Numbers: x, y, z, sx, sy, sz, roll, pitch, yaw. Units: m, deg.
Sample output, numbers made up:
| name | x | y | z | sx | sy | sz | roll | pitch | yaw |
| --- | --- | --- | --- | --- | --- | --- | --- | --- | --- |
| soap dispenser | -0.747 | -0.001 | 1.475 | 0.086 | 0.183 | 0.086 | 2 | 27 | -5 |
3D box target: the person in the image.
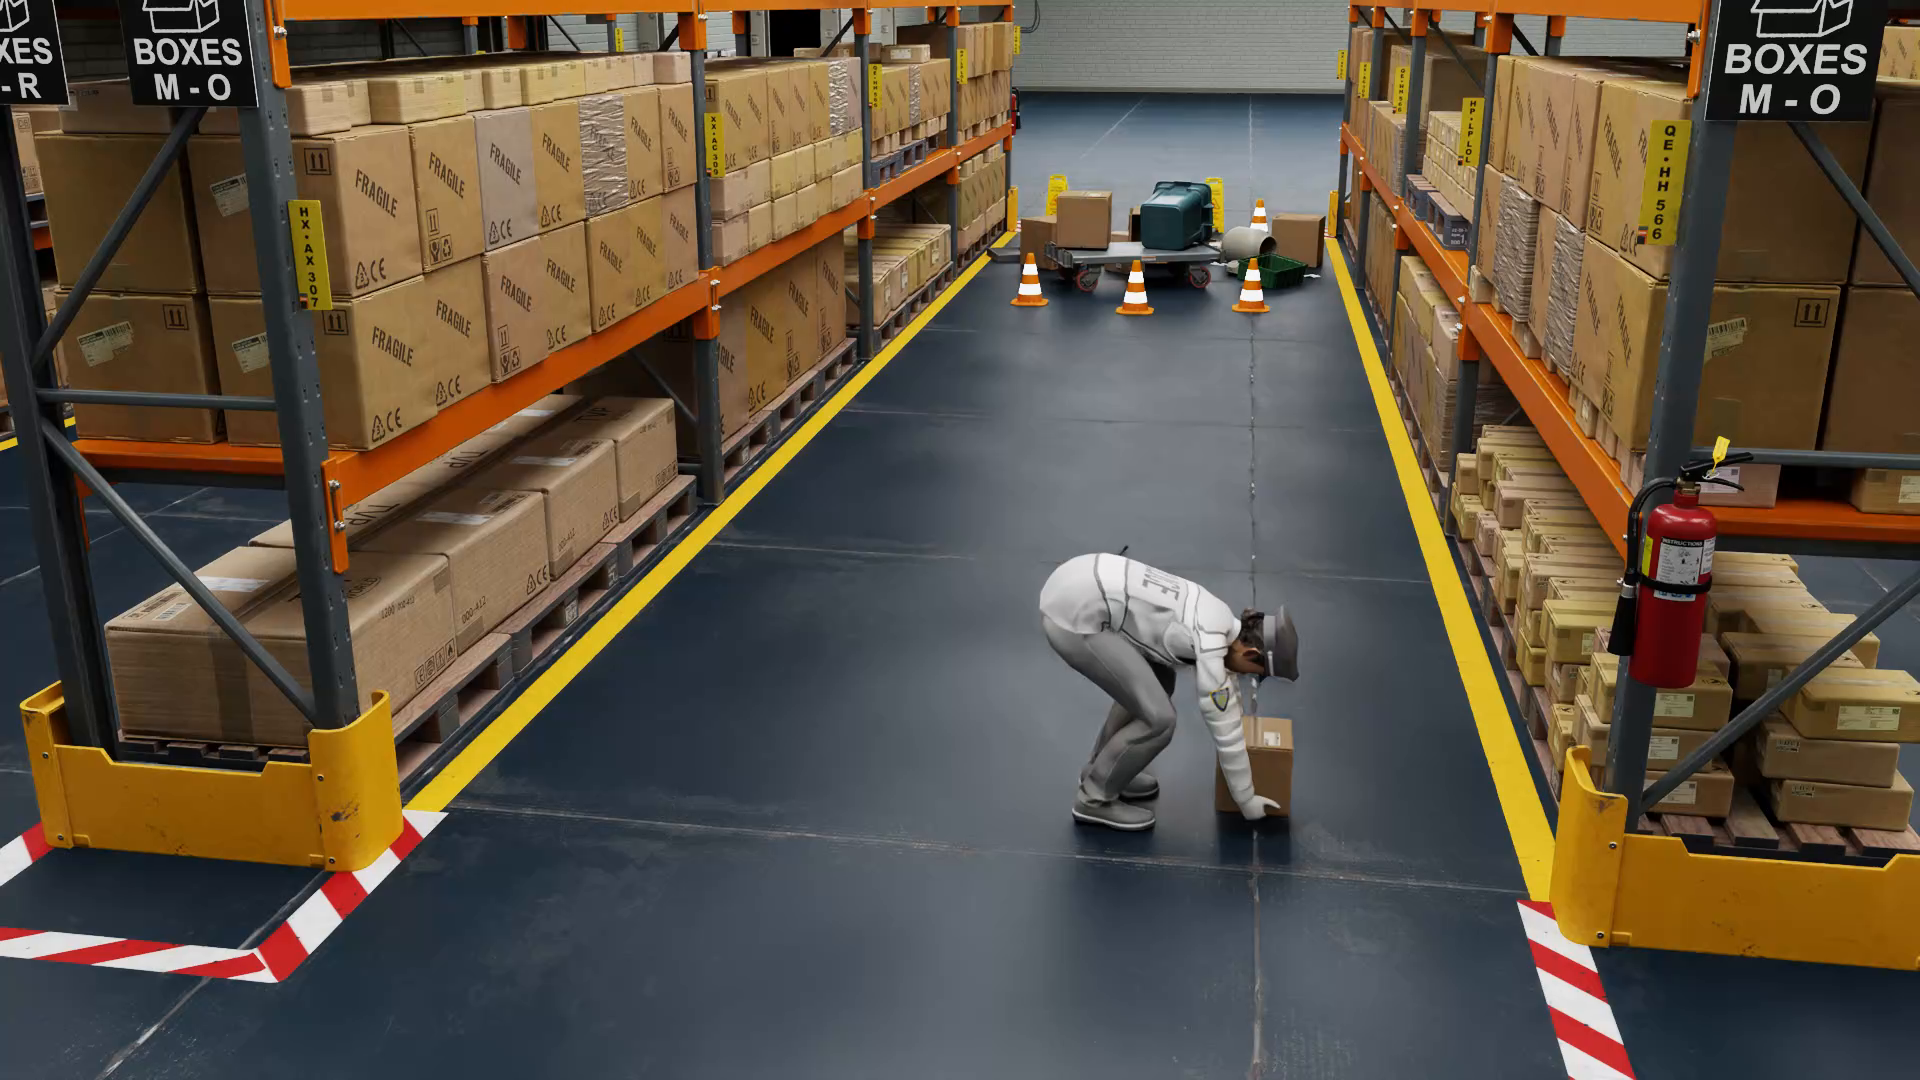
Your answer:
| name | x | y | z | sx | sy | sz | roll | pitch | yaw |
| --- | --- | --- | --- | --- | --- | --- | --- | --- | --- |
| person | 0.708 | 0.510 | 5.692 | 0.882 | 0.919 | 0.456 | 2 | 18 | 6 |
